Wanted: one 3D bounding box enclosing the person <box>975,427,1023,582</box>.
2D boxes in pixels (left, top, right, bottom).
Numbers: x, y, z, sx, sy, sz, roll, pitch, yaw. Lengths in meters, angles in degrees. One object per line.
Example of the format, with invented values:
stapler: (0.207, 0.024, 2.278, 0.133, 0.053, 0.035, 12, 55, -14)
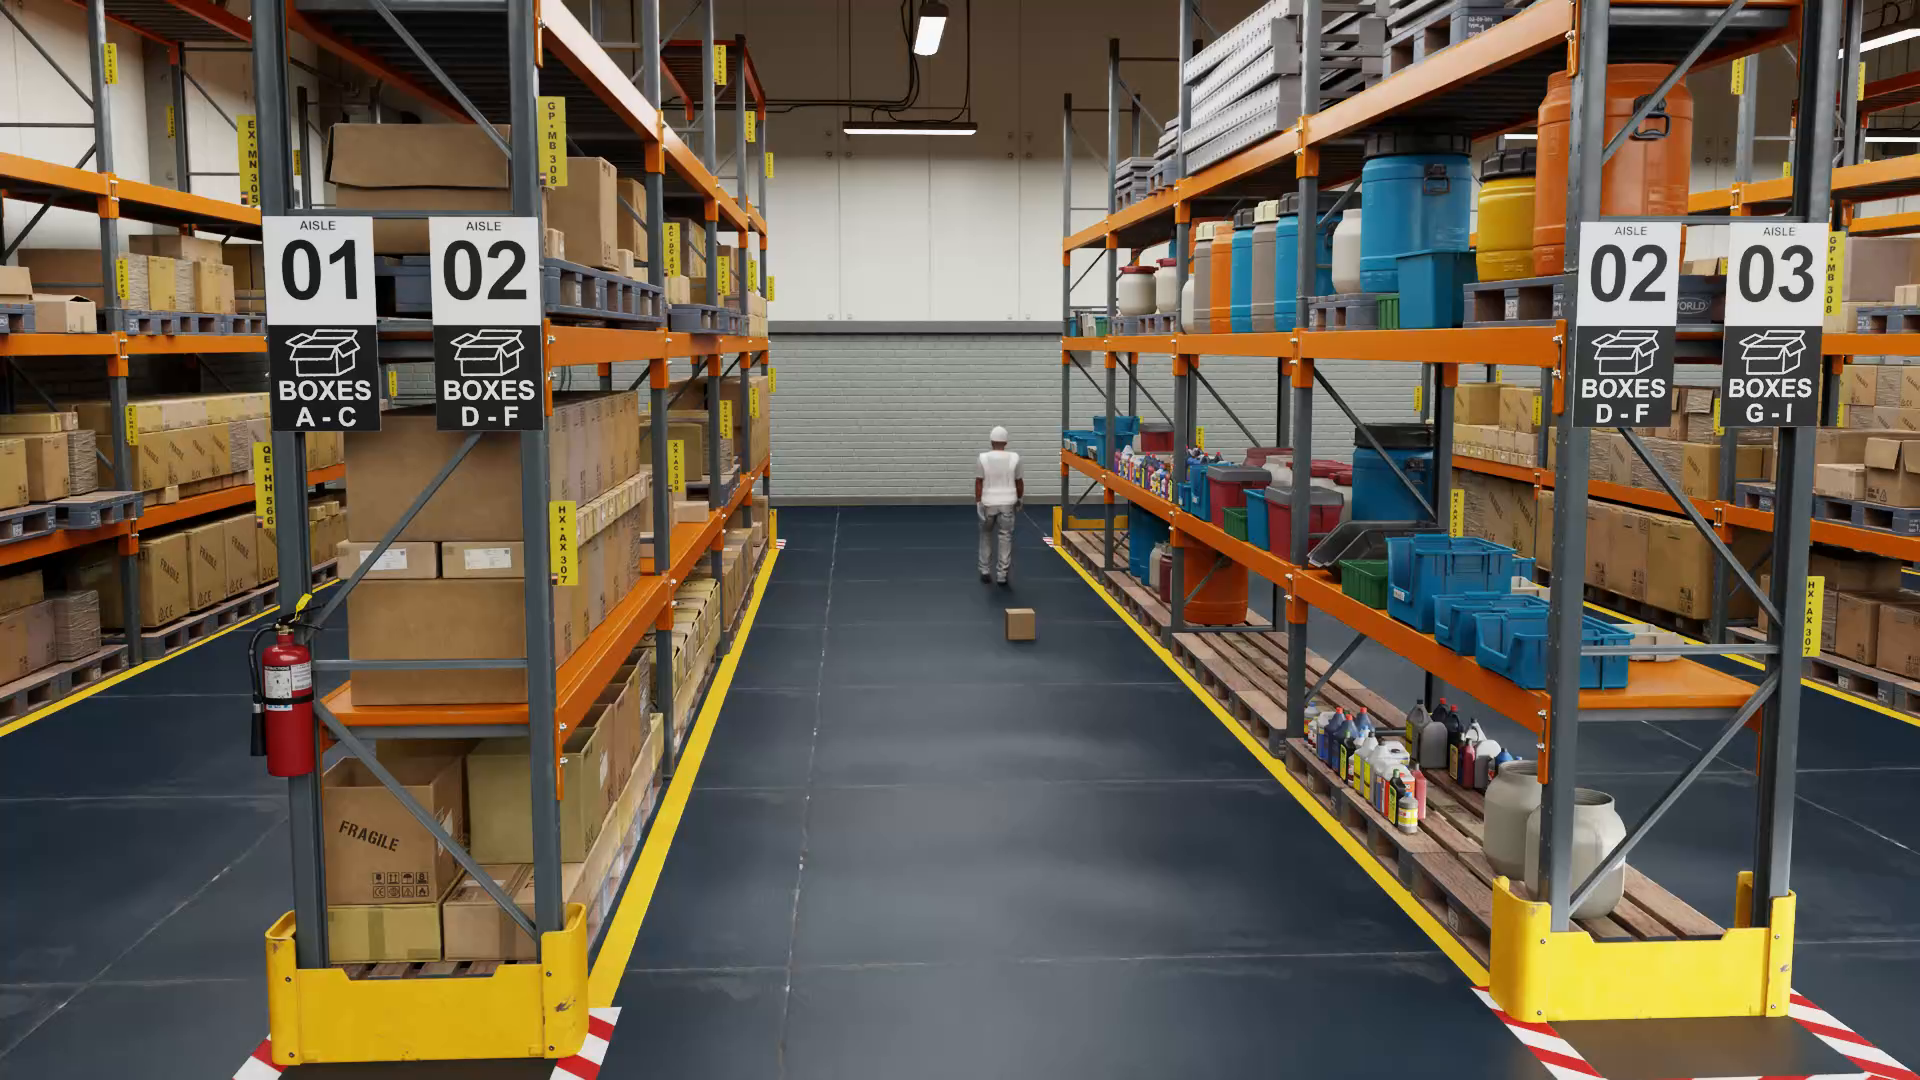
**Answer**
person: (0.446, -0.418, 19.126, 0.560, 1.785, 0.821, 0, 7, 0)
